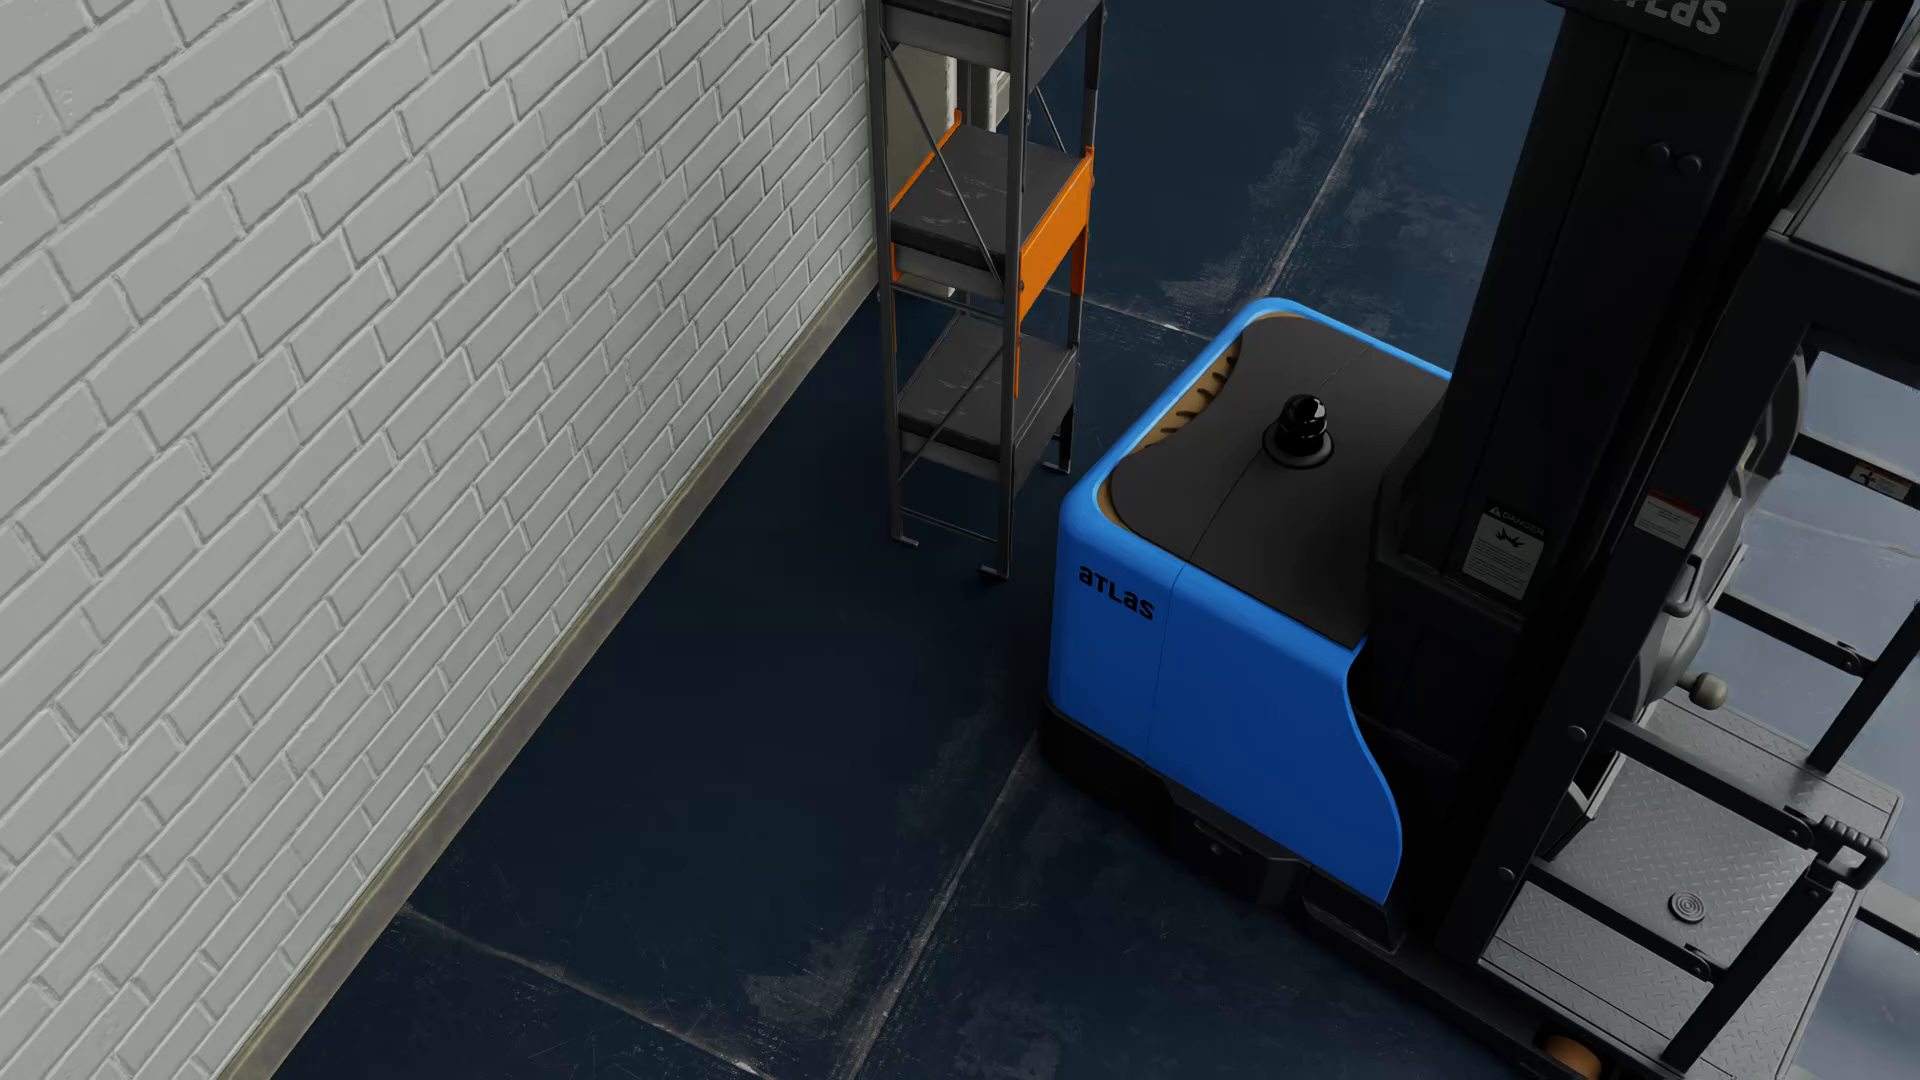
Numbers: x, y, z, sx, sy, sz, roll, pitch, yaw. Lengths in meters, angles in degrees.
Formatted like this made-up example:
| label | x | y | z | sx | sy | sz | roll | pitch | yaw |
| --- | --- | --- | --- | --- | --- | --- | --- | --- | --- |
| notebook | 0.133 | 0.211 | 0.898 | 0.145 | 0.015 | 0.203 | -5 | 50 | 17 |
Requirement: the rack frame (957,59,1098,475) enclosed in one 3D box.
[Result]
| label | x | y | z | sx | sy | sz | roll | pitch | yaw |
| --- | --- | --- | --- | --- | --- | --- | --- | --- | --- |
| rack frame | 0.175 | -0.962 | 4.690 | 0.400 | 2.100 | 0.015 | 20 | 52 | 16 |

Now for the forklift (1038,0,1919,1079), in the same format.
| label | x | y | z | sx | sy | sz | roll | pitch | yaw |
| --- | --- | --- | --- | --- | --- | --- | --- | --- | --- |
| forklift | 1.705 | 0.044 | 3.288 | 3.031 | 2.935 | 1.130 | 30 | 56 | 23 |

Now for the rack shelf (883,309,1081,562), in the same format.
| label | x | y | z | sx | sy | sz | roll | pitch | yaw |
| --- | --- | --- | --- | --- | --- | --- | --- | --- | --- |
| rack shelf | 0.071 | -0.332 | 5.091 | 0.431 | 0.518 | 0.480 | 20 | 52 | 16 |

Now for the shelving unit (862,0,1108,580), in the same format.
| label | x | y | z | sx | sy | sz | roll | pitch | yaw |
| --- | --- | --- | --- | --- | --- | --- | --- | --- | --- |
| shelving unit | 0.071 | -0.794 | 4.547 | 0.431 | 2.100 | 0.503 | 20 | 52 | 16 |

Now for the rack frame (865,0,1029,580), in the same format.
| label | x | y | z | sx | sy | sz | roll | pitch | yaw |
| --- | --- | --- | --- | --- | --- | --- | --- | --- | --- |
| rack frame | -0.034 | -0.626 | 4.404 | 0.400 | 2.100 | 0.015 | 20 | 52 | 16 |

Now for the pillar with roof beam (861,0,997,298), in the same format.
| label | x | y | z | sx | sy | sz | roll | pitch | yaw |
| --- | --- | --- | --- | --- | --- | --- | --- | --- | --- |
| pillar with roof beam | 3.797 | -2.574 | 1.532 | 9.100 | 9.000 | 0.400 | 20 | 52 | 16 |

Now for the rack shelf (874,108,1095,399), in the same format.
| label | x | y | z | sx | sy | sz | roll | pitch | yaw |
| --- | --- | --- | --- | --- | --- | --- | --- | --- | --- |
| rack shelf | 0.071 | -0.786 | 4.558 | 0.431 | 0.518 | 0.480 | 20 | 52 | 16 |

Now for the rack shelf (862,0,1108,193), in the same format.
| label | x | y | z | sx | sy | sz | roll | pitch | yaw |
| --- | --- | --- | --- | --- | --- | --- | --- | --- | --- |
| rack shelf | 0.071 | -1.239 | 4.025 | 0.431 | 0.518 | 0.480 | 20 | 52 | 16 |
